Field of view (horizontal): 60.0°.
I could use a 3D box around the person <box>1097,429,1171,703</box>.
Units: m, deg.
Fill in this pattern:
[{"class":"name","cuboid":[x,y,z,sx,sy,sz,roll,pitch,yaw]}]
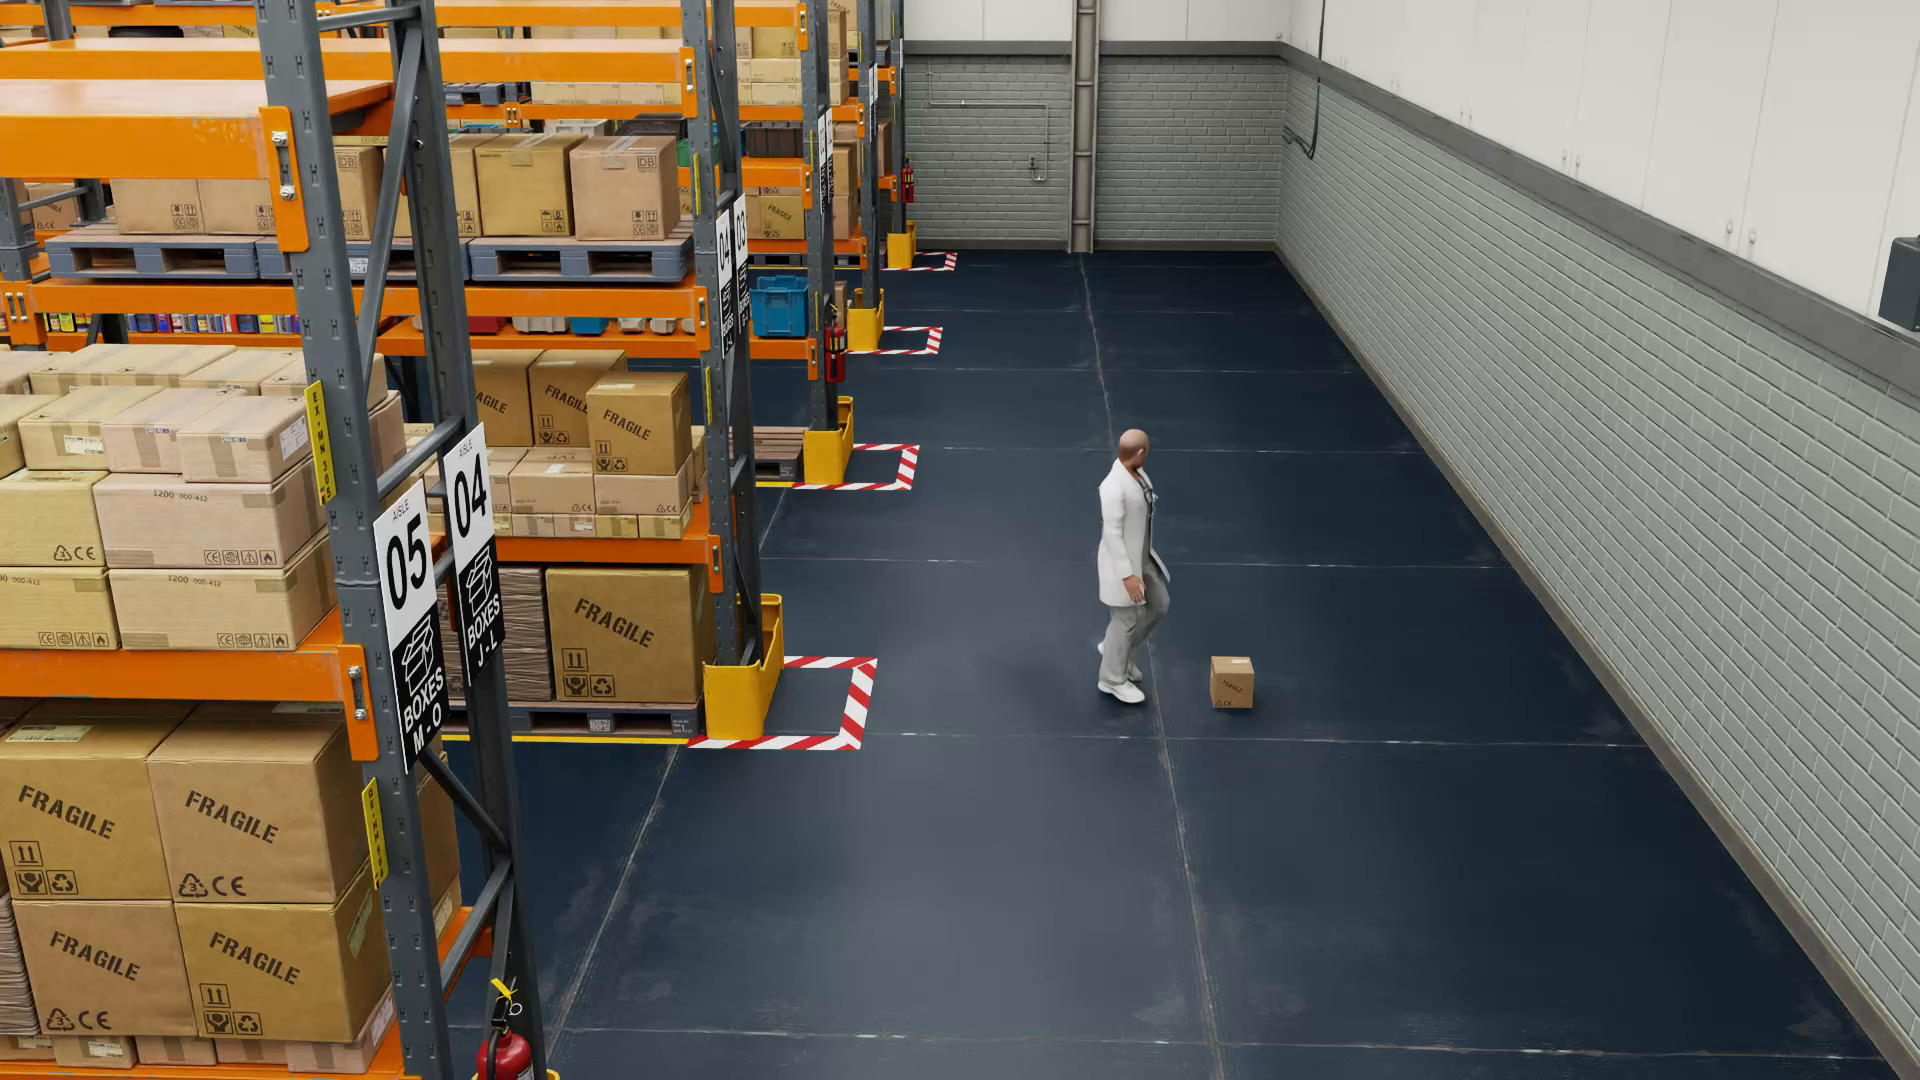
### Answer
[{"class":"person","cuboid":[1.066,0.163,10.616,0.499,1.793,0.657,12,24,29]}]
